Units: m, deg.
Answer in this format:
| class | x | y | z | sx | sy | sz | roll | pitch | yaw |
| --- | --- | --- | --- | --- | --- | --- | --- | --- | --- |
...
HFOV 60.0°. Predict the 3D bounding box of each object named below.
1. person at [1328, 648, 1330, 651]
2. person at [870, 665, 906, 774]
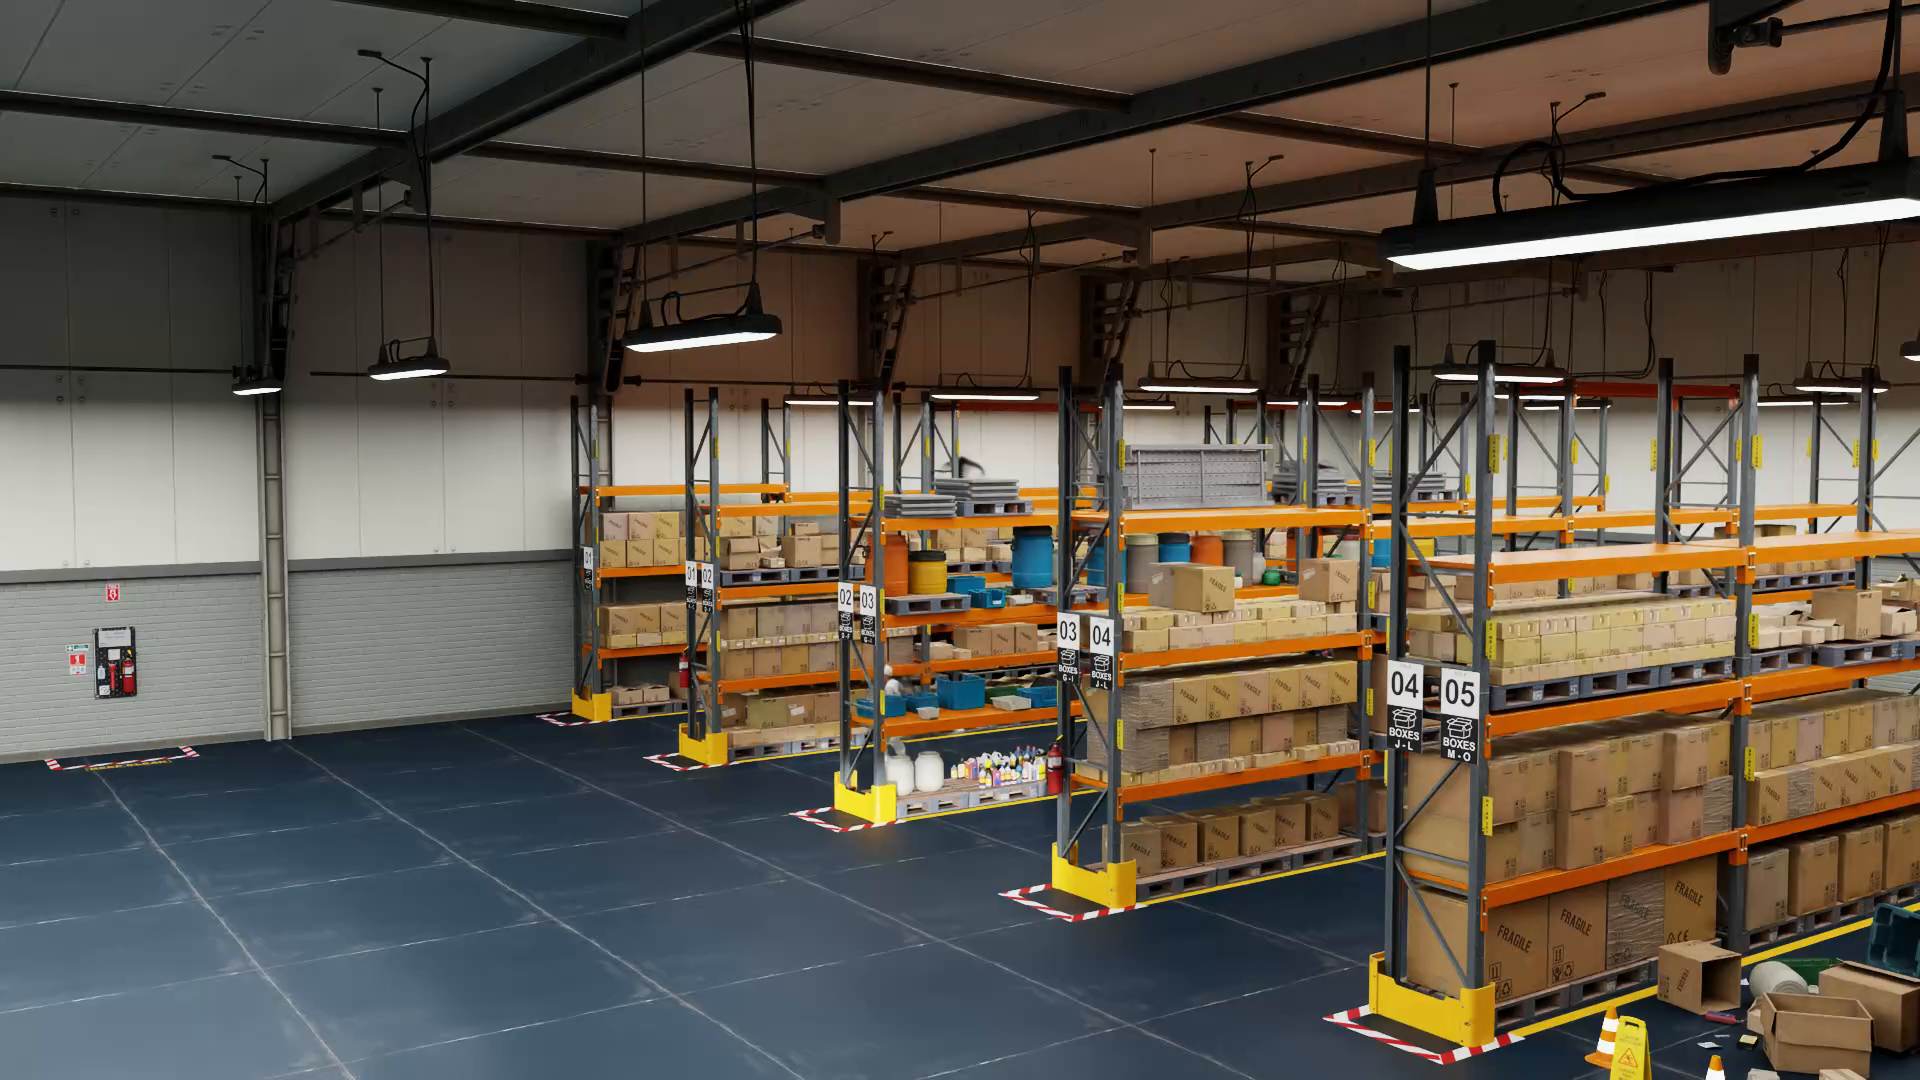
| class | x | y | z | sx | sy | sz | roll | pitch | yaw |
| --- | --- | --- | --- | --- | --- | --- | --- | --- | --- |
| person | 8.768 | 2.063 | 38.221 | 0.664 | 1.581 | 1.123 | -1 | 4 | -21 |
| person | -1.097 | 2.756 | 25.688 | 0.713 | 1.710 | 0.811 | -1 | 4 | -18 |
